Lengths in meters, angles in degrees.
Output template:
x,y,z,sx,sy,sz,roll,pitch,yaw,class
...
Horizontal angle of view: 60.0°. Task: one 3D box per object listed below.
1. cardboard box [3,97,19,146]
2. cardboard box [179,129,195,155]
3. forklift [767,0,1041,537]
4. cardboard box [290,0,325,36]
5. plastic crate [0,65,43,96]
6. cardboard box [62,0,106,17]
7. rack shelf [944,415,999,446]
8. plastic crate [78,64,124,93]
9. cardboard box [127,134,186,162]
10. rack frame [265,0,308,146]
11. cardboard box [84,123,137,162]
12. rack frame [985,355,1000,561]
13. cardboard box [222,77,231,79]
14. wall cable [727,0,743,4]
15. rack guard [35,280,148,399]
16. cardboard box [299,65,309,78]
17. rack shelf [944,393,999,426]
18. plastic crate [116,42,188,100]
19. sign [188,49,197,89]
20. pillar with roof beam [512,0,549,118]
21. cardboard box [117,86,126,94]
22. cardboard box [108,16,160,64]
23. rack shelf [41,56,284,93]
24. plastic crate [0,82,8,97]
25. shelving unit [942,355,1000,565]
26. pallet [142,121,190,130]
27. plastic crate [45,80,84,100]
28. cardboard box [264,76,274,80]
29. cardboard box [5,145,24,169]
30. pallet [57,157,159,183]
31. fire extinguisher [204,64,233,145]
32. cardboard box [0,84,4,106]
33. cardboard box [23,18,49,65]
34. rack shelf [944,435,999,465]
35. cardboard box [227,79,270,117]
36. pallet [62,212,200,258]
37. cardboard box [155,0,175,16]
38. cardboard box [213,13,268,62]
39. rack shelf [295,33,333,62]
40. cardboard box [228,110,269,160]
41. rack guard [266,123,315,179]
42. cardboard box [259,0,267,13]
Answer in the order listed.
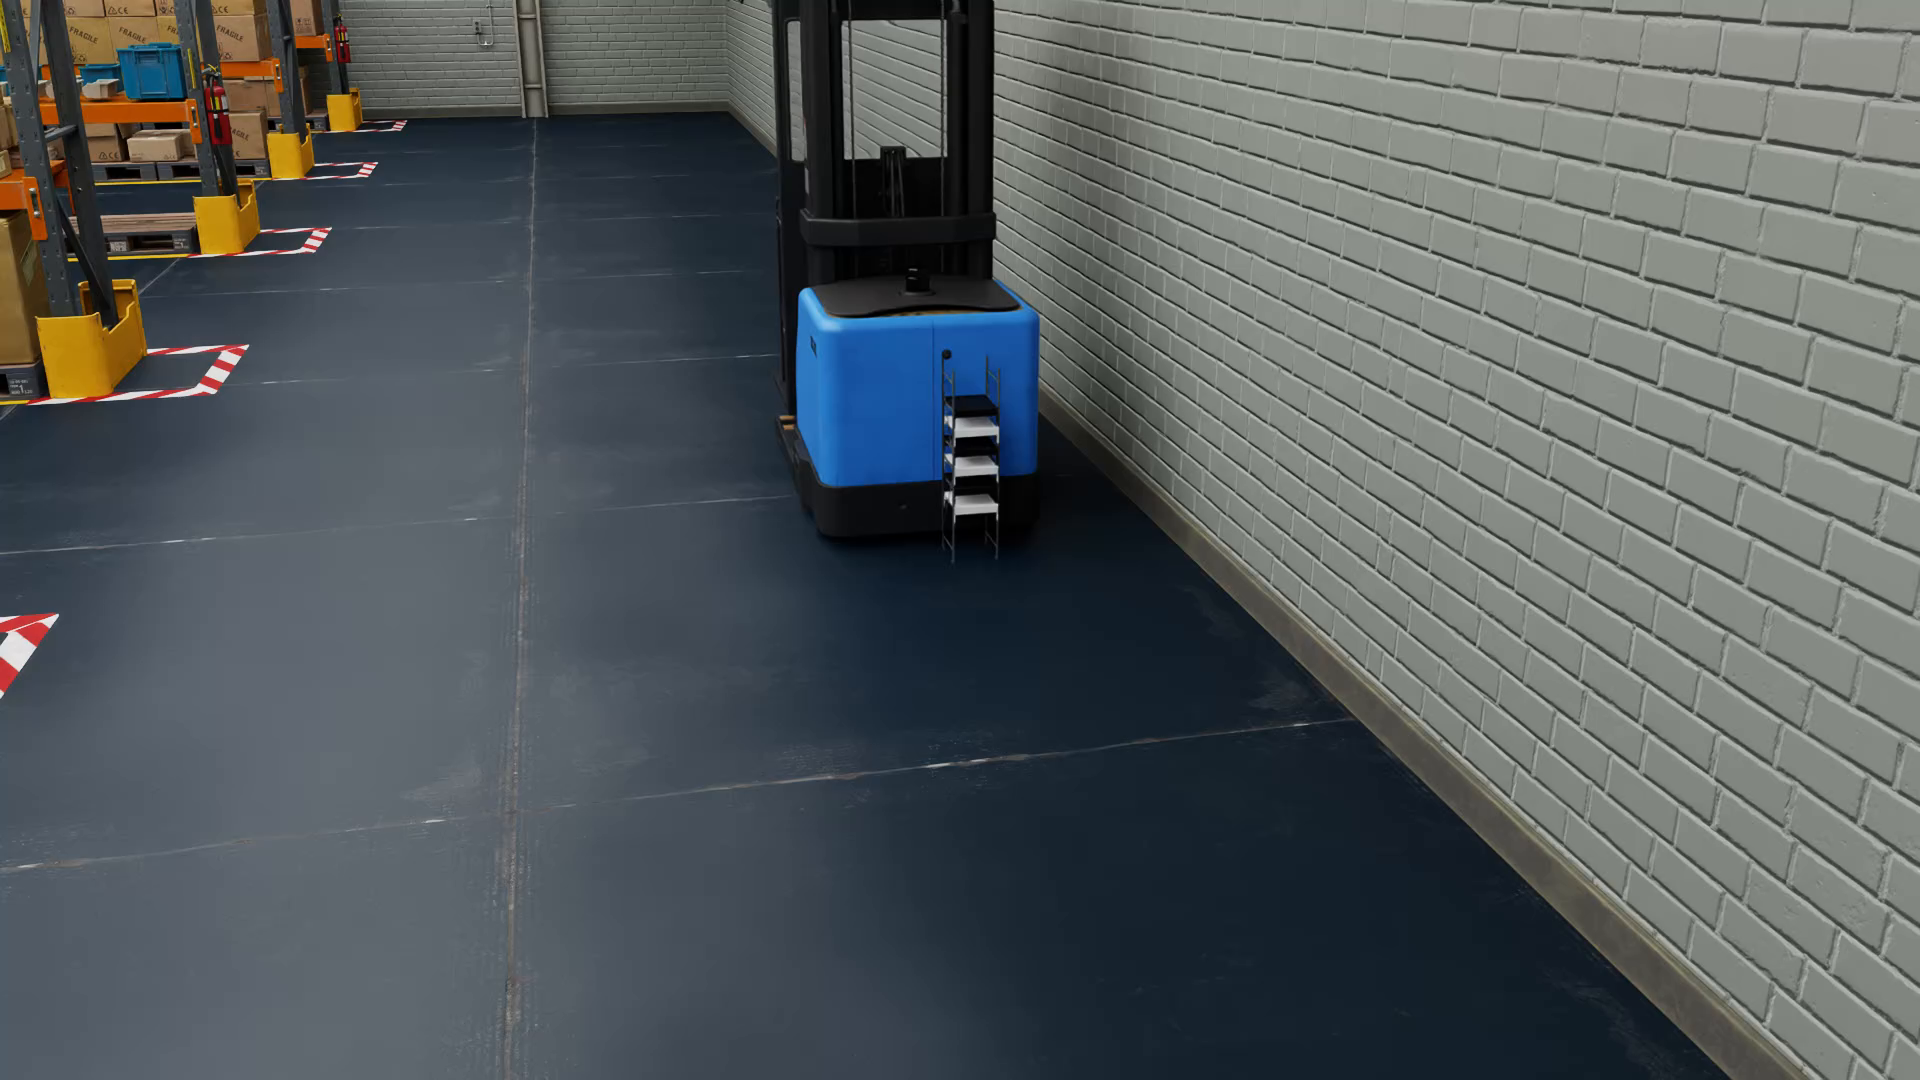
x,y,z,sx,sy,sz,roll,pitch,yaw,class
-6.091,-2.595,10.324,0.500,0.250,0.500,-5,21,-14,cardboard box
-8.919,-4.718,19.690,0.500,0.250,0.500,-5,21,-12,cardboard box
-0.423,-1.861,8.635,1.130,2.935,3.031,-4,21,-11,forklift
-9.475,-7.545,23.614,0.700,0.700,0.980,-4,20,-10,cardboard box
-8.299,-4.067,14.713,0.300,0.233,0.416,-5,21,-12,plastic crate
-9.702,-6.055,18.385,0.500,0.500,0.500,-4,20,-11,cardboard box
0.046,-0.496,7.434,0.200,0.077,0.258,-5,21,-12,rack shelf
-7.658,-4.119,14.856,0.300,0.233,0.416,-5,21,-12,plastic crate
-9.241,-4.515,19.136,0.500,0.250,0.500,-5,21,-12,cardboard box
-7.838,-5.790,19.259,0.127,3.000,1.000,-5,21,-12,rack frame
-9.903,-4.658,19.159,0.637,0.503,0.797,-5,21,-12,cardboard box
0.145,-0.366,7.506,0.006,0.900,0.240,-5,21,-12,rack frame
-10.548,-6.683,23.779,0.250,0.149,0.380,-4,21,-12,cardboard box
-3.395,-9.135,24.182,0.112,2.526,3.097,-5,21,-12,wall cable
-5.538,-1.302,10.641,0.348,0.500,1.175,-5,21,-12,rack guard
-9.564,-6.764,23.998,0.250,0.149,0.380,-5,21,-12,cardboard box
0.046,-0.581,7.404,0.200,0.077,0.258,-5,21,-12,rack shelf
-6.984,-4.087,14.472,0.499,0.435,0.616,-5,21,-12,plastic crate
-6.559,-4.025,14.205,0.005,0.325,0.100,-5,21,-12,sign
-5.562,-9.327,20.193,0.400,9.000,9.100,-5,21,-12,pillar with roof beam
-11.633,-6.218,23.452,0.500,0.500,0.700,-5,21,-13,cardboard box
-9.202,-5.630,18.678,0.500,0.500,0.500,-4,21,-12,cardboard box
-9.784,-5.294,18.951,4.000,0.370,1.077,-5,21,-12,rack shelf
-8.288,-3.833,14.212,0.250,0.136,0.298,-5,21,-12,plastic crate
0.046,-0.358,7.485,0.210,0.900,0.258,-5,21,-12,shelving unit
-10.926,-5.953,23.760,1.213,0.211,1.003,-5,21,-12,pallet
-7.739,-3.892,14.376,0.243,0.136,0.396,-5,21,-12,plastic crate
-9.722,-6.616,23.594,0.250,0.149,0.380,-5,21,-13,cardboard box
-5.983,-2.438,10.474,0.250,0.149,0.380,-4,21,-12,cardboard box
-9.872,-4.315,19.289,1.213,0.211,1.003,-5,21,-12,pallet
-6.450,-3.780,14.427,0.183,0.674,0.296,-5,21,-12,fire extinguisher
-5.975,-2.768,9.706,0.500,0.500,0.500,-4,21,-12,cardboard box
-10.187,-5.550,18.458,0.500,0.500,0.500,-5,21,-13,cardboard box
0.046,-0.412,7.465,0.200,0.077,0.258,-5,21,-12,rack shelf
-10.126,-6.342,23.792,0.500,0.500,0.700,-5,21,-13,cardboard box
-7.513,-2.770,15.069,1.213,0.211,1.003,-5,21,-12,pallet
-8.699,-6.139,18.612,0.500,0.500,0.500,-4,21,-11,cardboard box
-8.211,-5.710,18.896,0.500,0.500,0.500,-4,20,-11,cardboard box
-10.927,-6.951,23.476,4.000,0.370,1.077,-5,21,-12,rack shelf
-8.310,-4.697,19.271,0.500,0.500,0.500,-5,21,-12,cardboard box
-7.912,-4.610,19.673,0.348,0.500,1.175,-5,21,-12,rack guard
-8.330,-6.359,19.215,0.500,0.500,0.500,-4,20,-11,cardboard box
